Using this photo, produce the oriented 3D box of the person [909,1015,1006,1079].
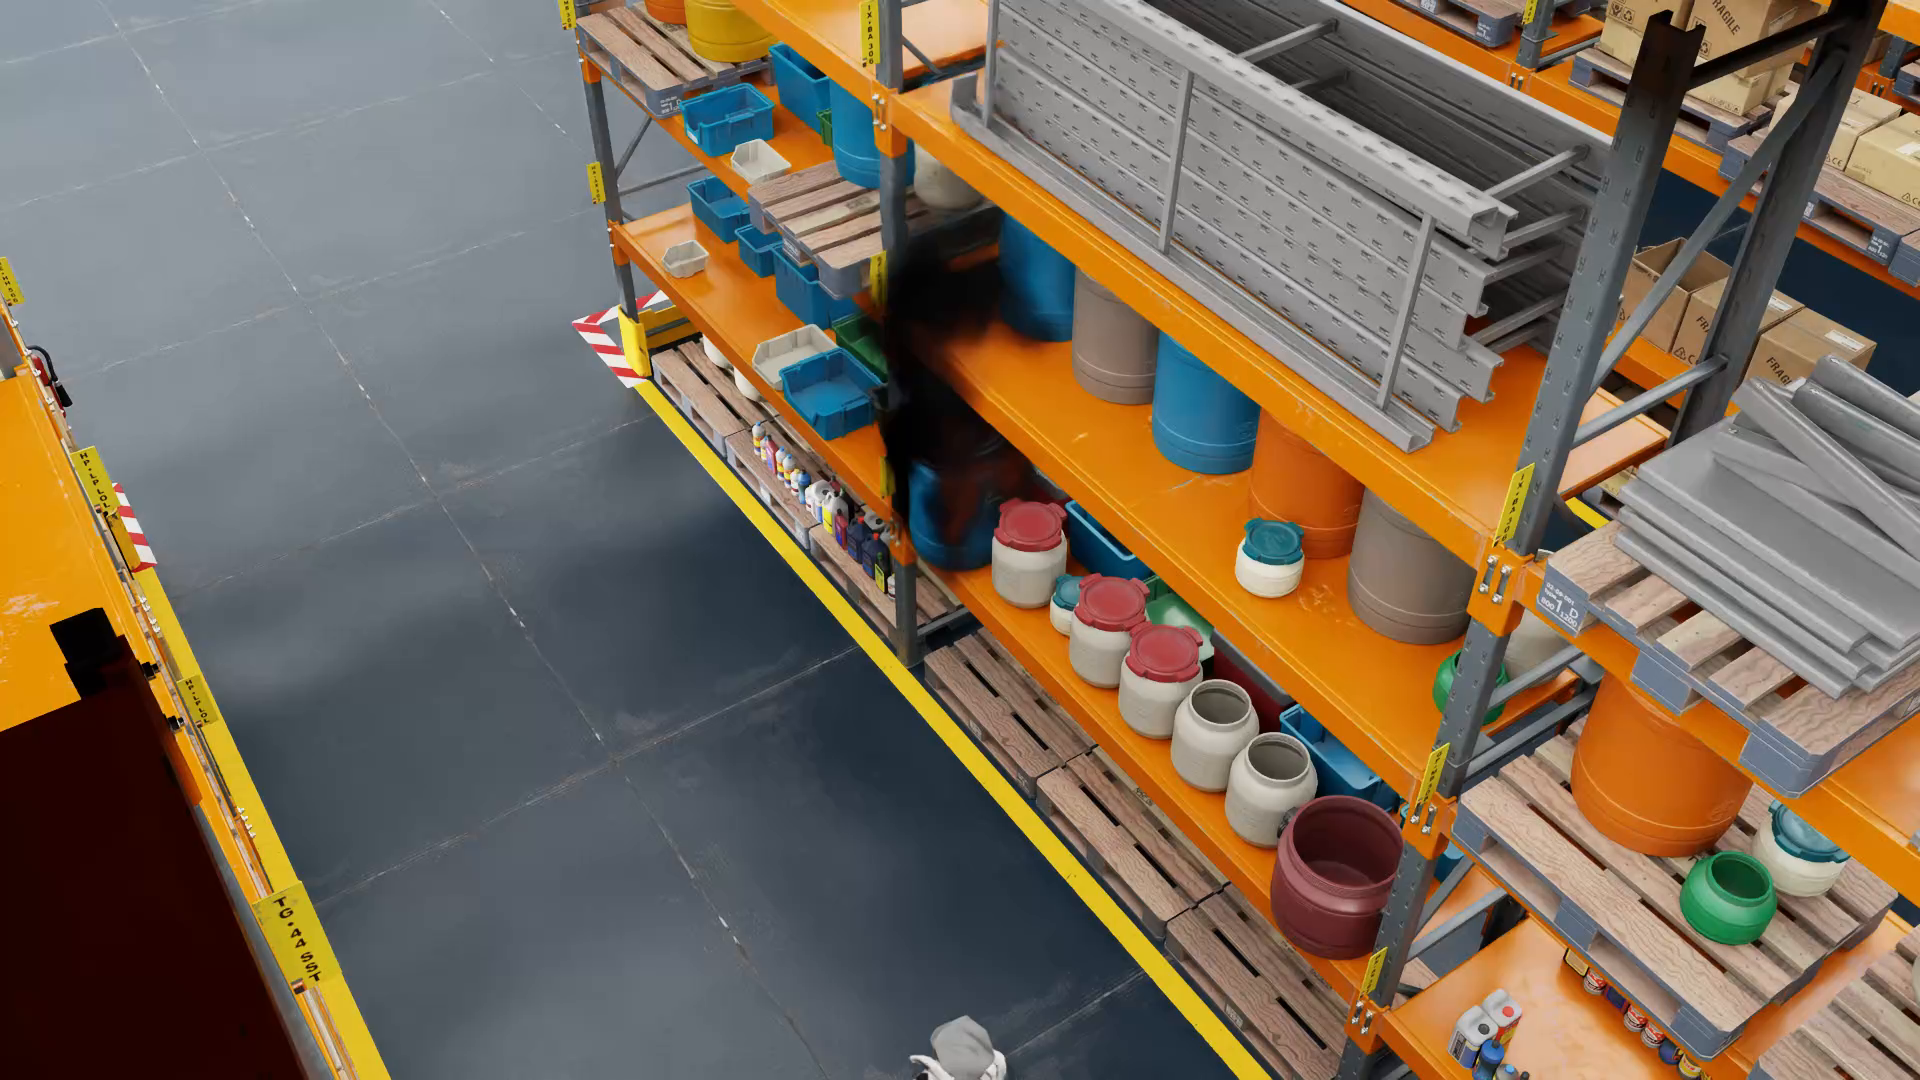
[{"bbox_3d":[-0.075,2.582,7.330,0.597,1.664,0.569,-29,50,-27],"label":"person"}]
